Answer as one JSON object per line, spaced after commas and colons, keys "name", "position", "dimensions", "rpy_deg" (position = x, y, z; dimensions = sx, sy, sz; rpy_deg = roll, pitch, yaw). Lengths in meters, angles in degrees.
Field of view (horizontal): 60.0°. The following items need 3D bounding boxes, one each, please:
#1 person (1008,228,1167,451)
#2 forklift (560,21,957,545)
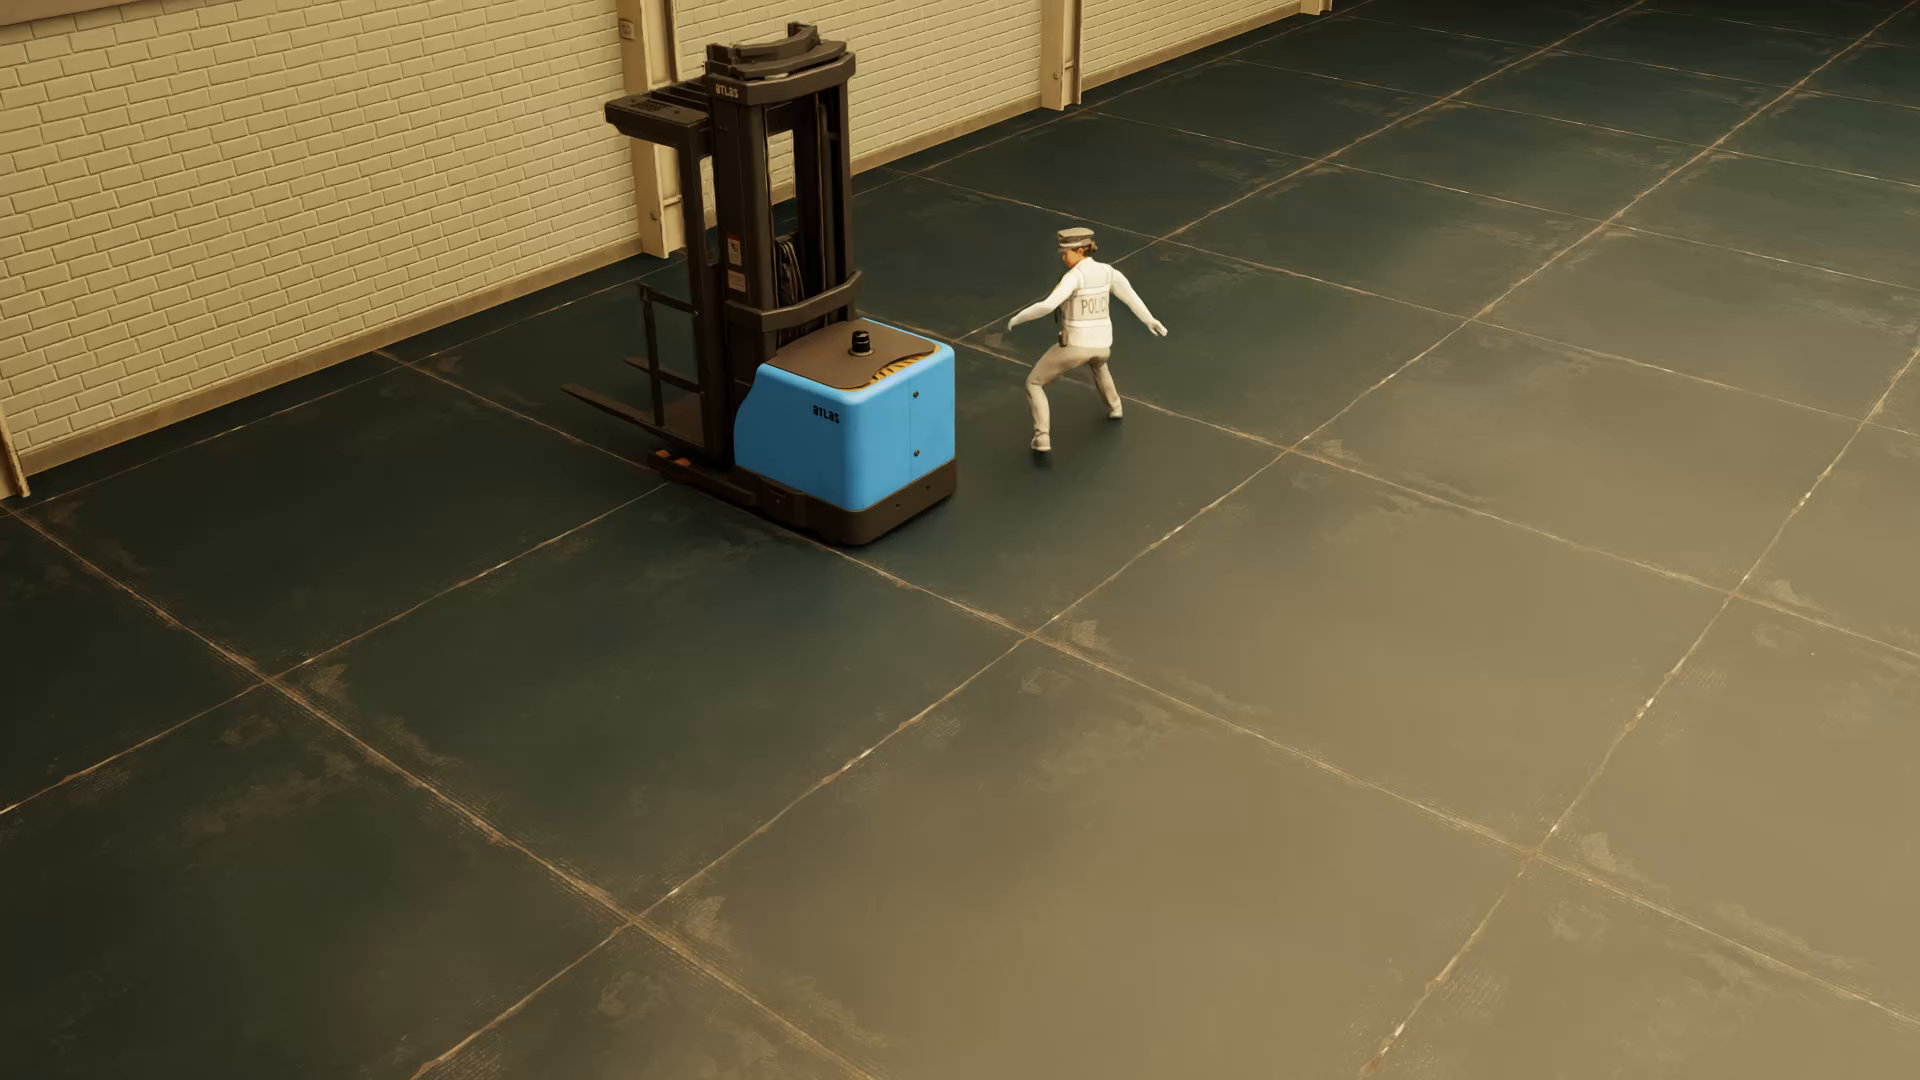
{"name": "person", "position": [0.860, -1.349, 11.408], "dimensions": [1.060, 1.606, 0.504], "rpy_deg": [-18, 35, -27]}
{"name": "forklift", "position": [-1.485, -1.832, 10.730], "dimensions": [3.031, 2.935, 1.130], "rpy_deg": [22, 37, 33]}
